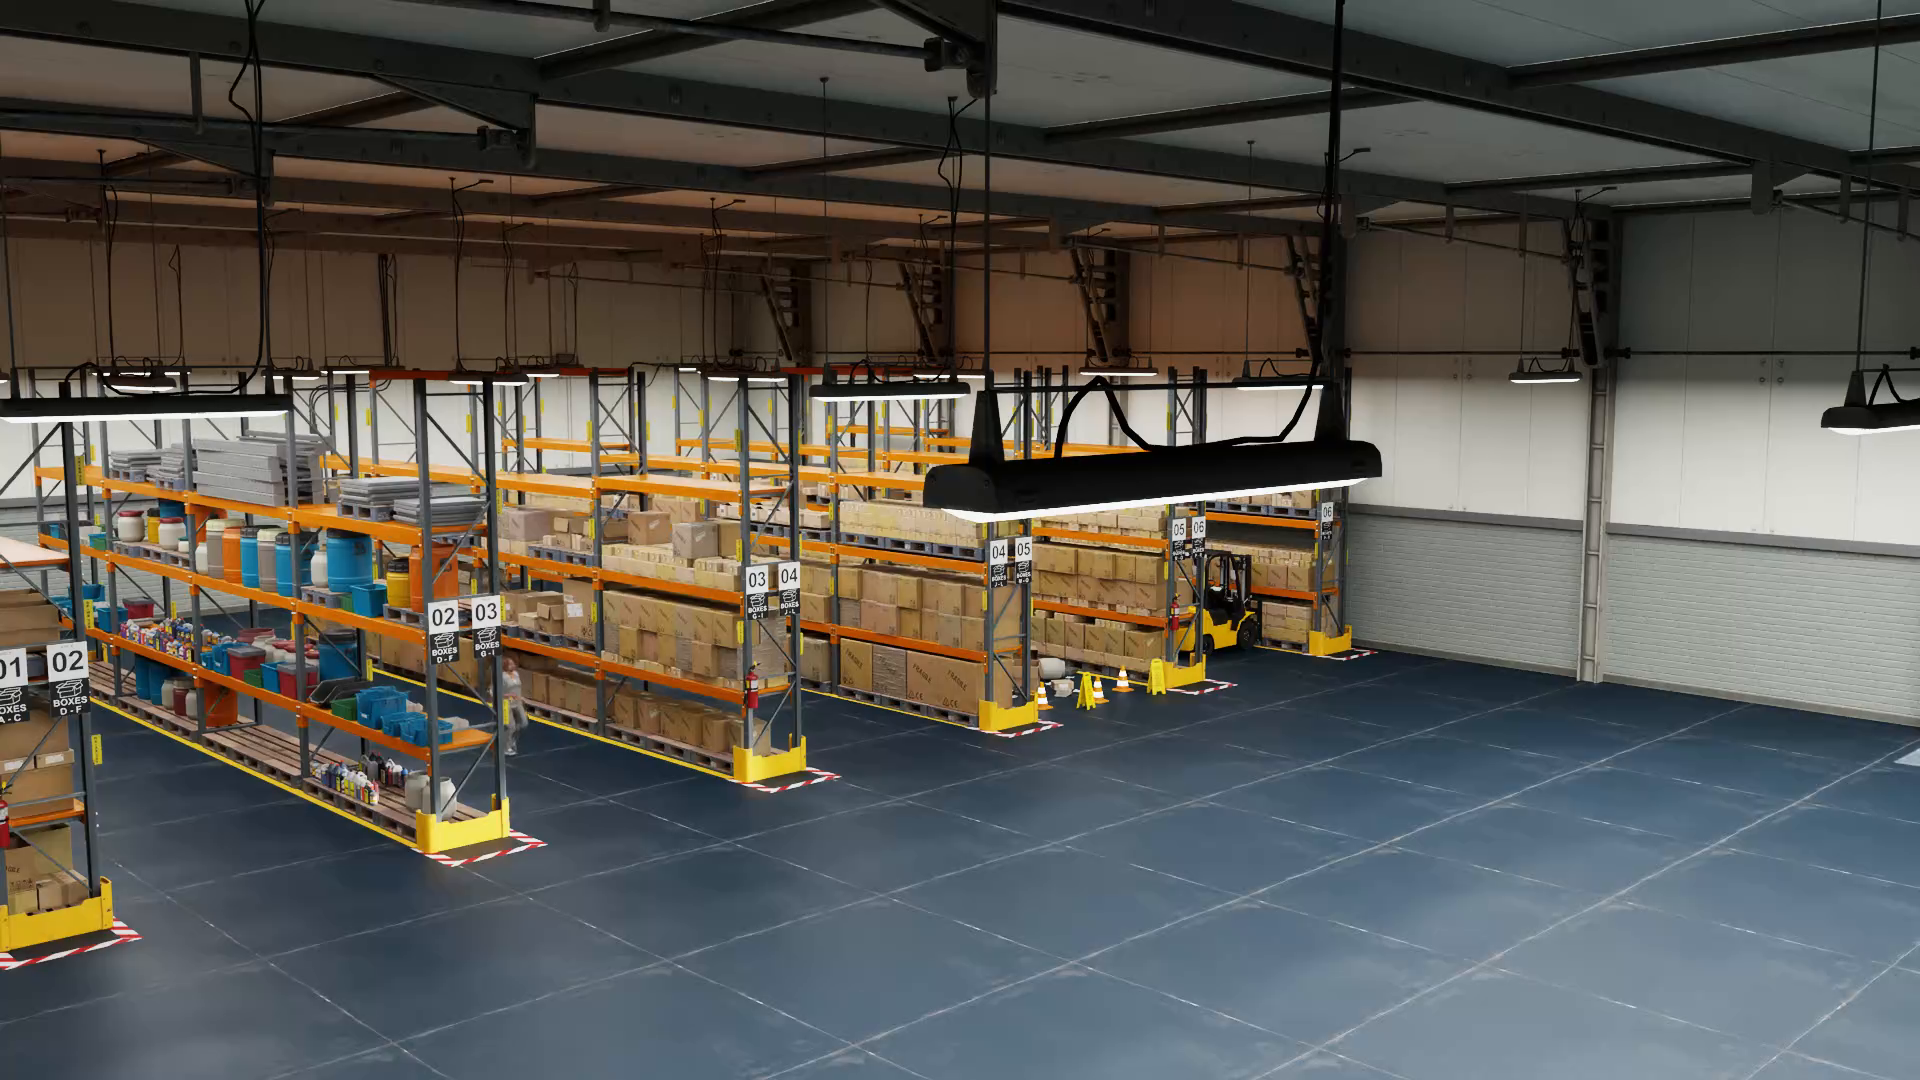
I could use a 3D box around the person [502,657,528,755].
[{"bbox_3d":[-6.987,2.612,26.048,0.537,1.556,0.524,5,8,38],"label":"person"}]
